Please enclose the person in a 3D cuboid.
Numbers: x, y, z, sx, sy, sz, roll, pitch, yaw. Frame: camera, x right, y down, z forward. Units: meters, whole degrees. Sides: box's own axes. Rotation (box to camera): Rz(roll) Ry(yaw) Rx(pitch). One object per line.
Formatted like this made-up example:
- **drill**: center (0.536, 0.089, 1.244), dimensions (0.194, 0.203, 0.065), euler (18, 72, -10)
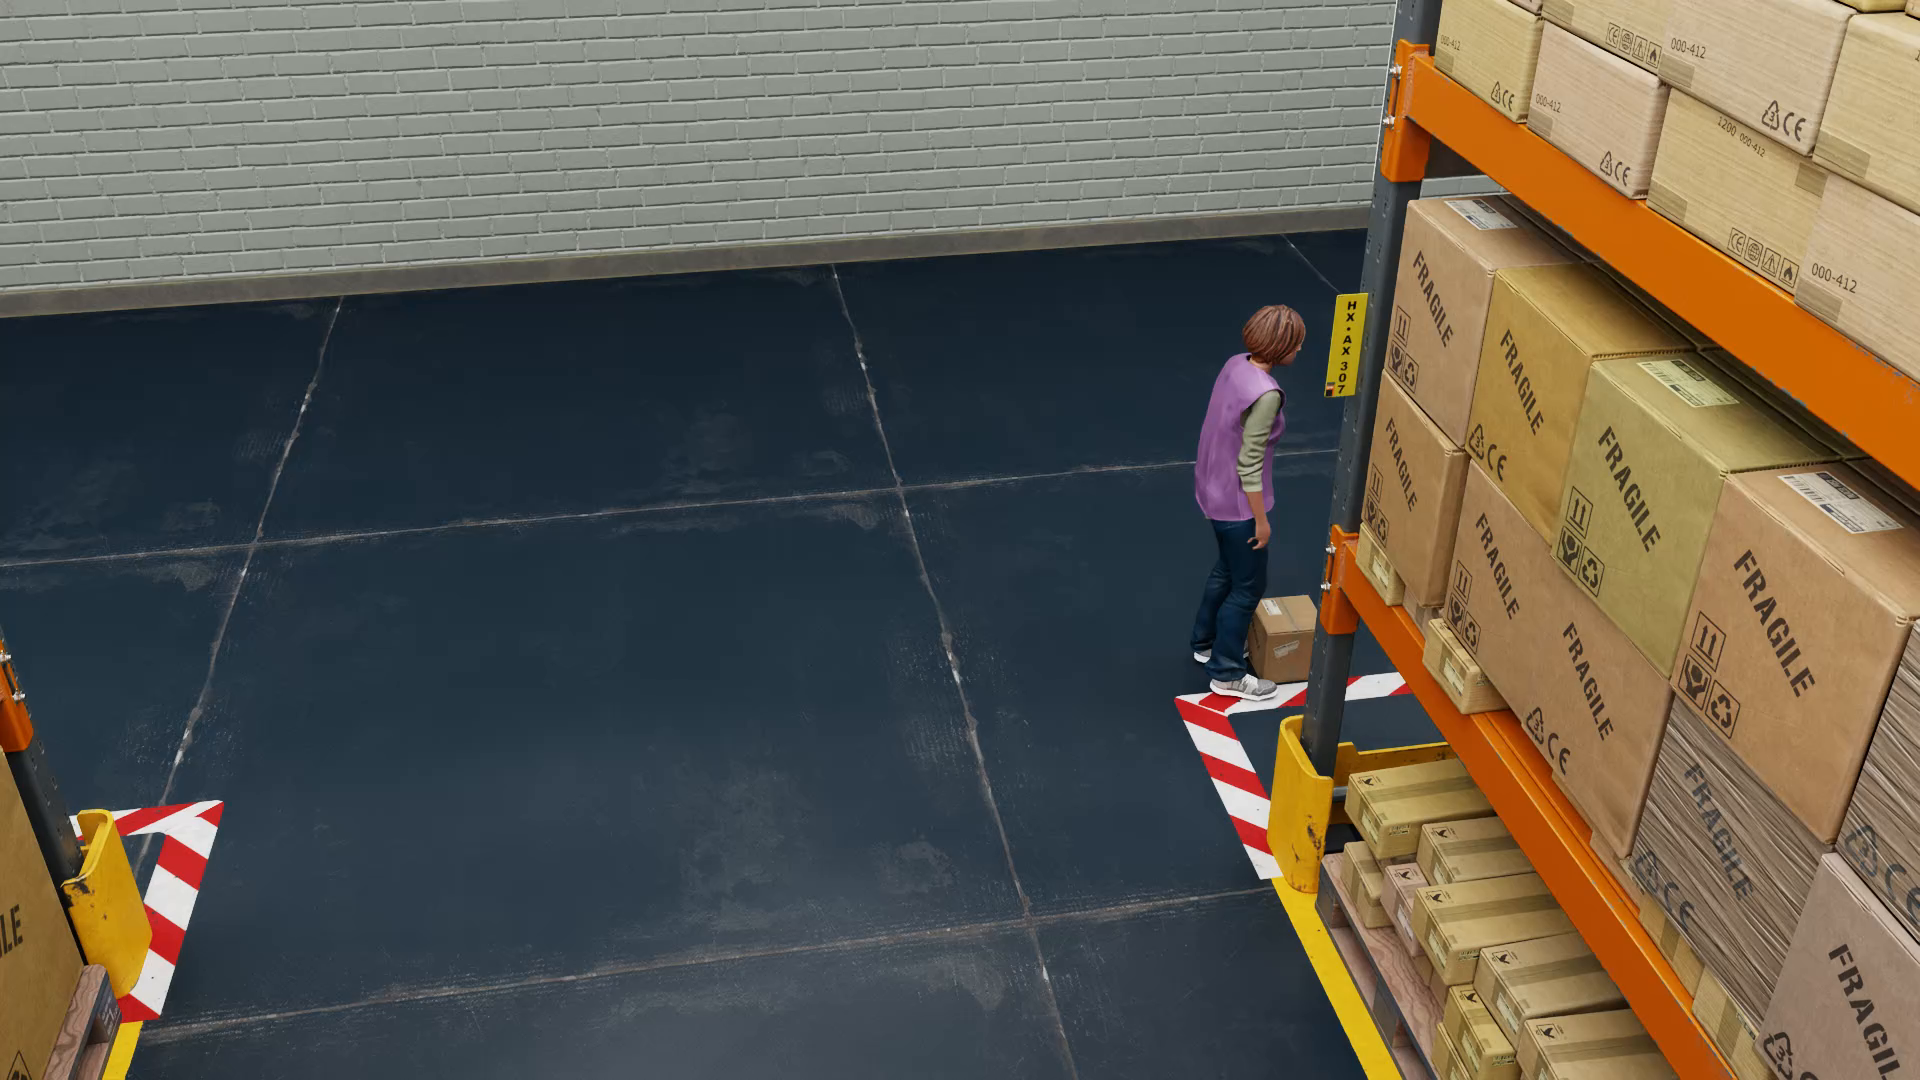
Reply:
- **person**: center (1.083, -0.148, 6.390), dimensions (0.348, 1.591, 0.459), euler (-4, 31, -6)
